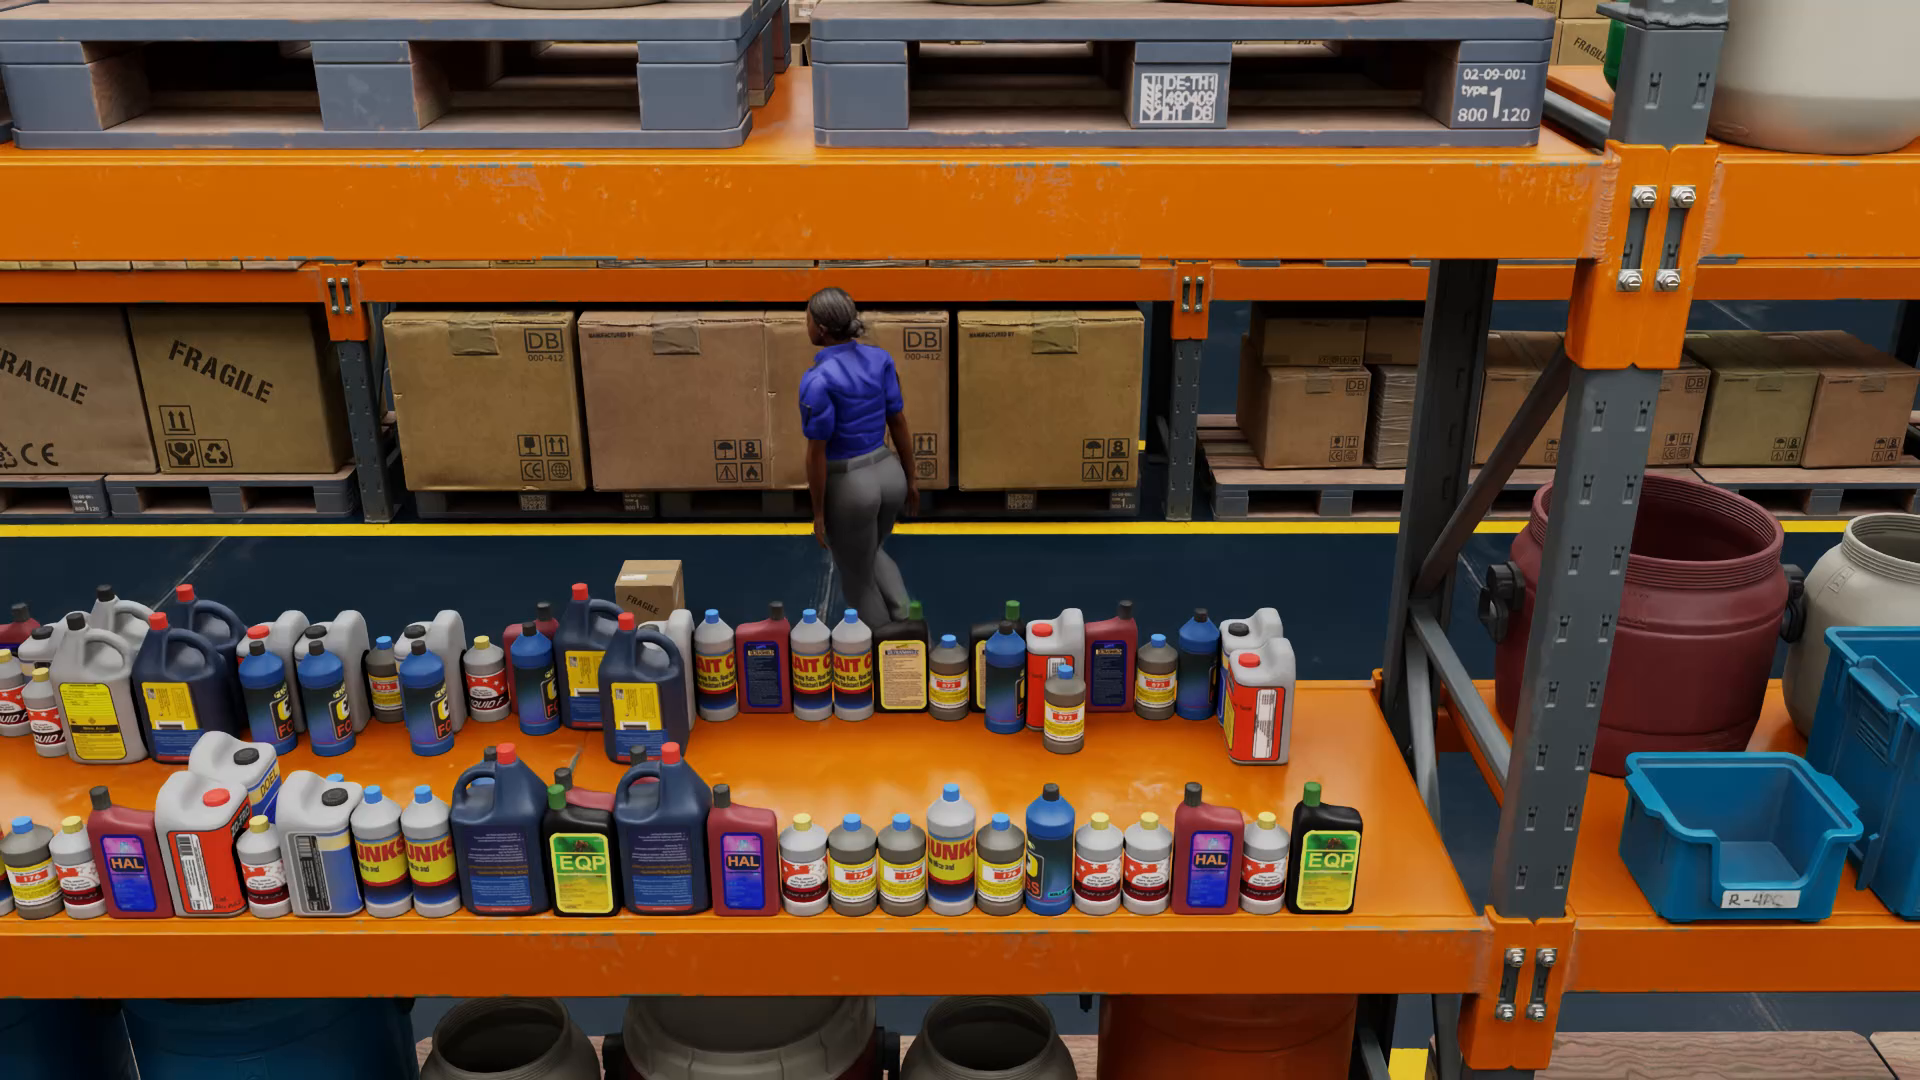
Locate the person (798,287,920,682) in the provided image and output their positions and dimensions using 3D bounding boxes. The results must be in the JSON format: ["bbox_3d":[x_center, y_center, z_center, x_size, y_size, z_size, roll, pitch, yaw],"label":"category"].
[{"bbox_3d":[-0.378,-0.173,6.467,0.454,1.648,0.501,21,32,39],"label":"person"}]
